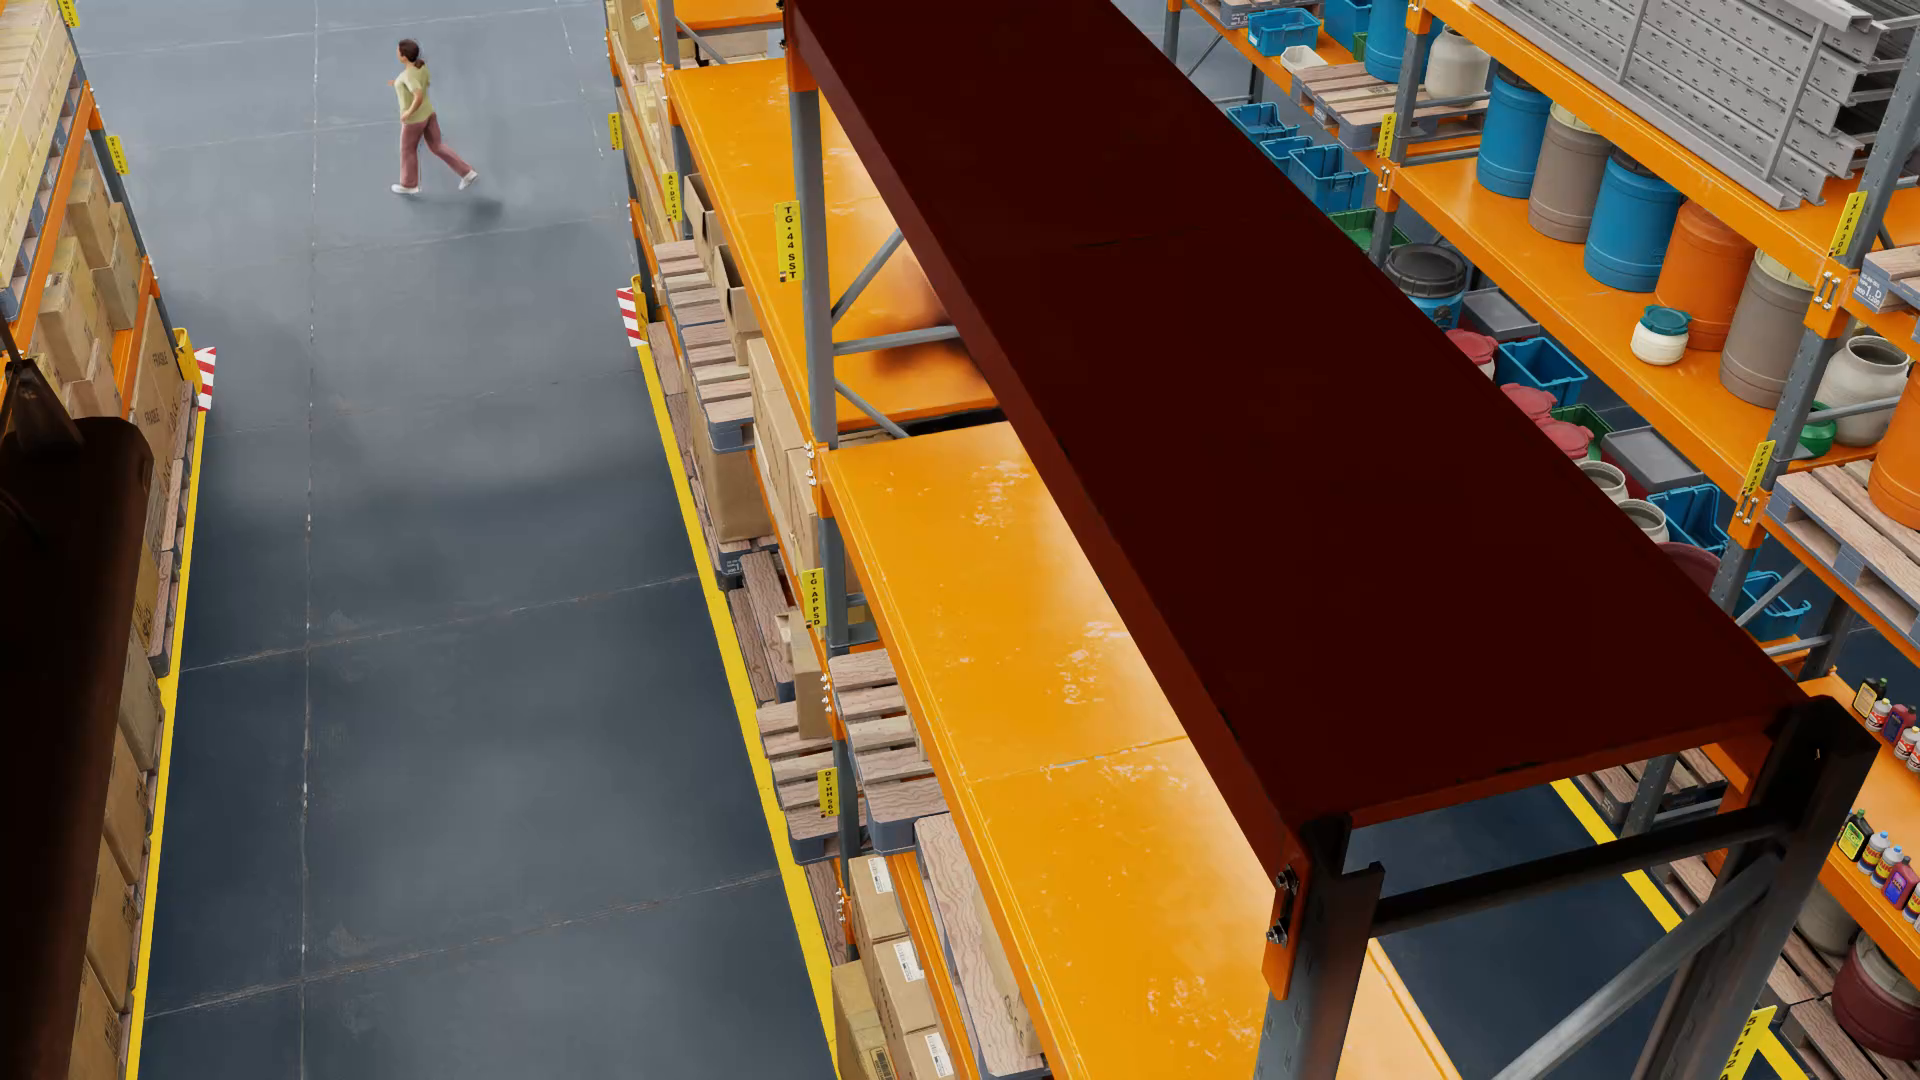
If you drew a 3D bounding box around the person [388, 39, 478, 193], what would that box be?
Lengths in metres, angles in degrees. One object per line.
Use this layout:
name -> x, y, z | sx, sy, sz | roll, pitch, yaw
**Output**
person -> -5.459, -4.266, 16.829 | 0.973, 1.645, 0.584 | 10, 40, 13
